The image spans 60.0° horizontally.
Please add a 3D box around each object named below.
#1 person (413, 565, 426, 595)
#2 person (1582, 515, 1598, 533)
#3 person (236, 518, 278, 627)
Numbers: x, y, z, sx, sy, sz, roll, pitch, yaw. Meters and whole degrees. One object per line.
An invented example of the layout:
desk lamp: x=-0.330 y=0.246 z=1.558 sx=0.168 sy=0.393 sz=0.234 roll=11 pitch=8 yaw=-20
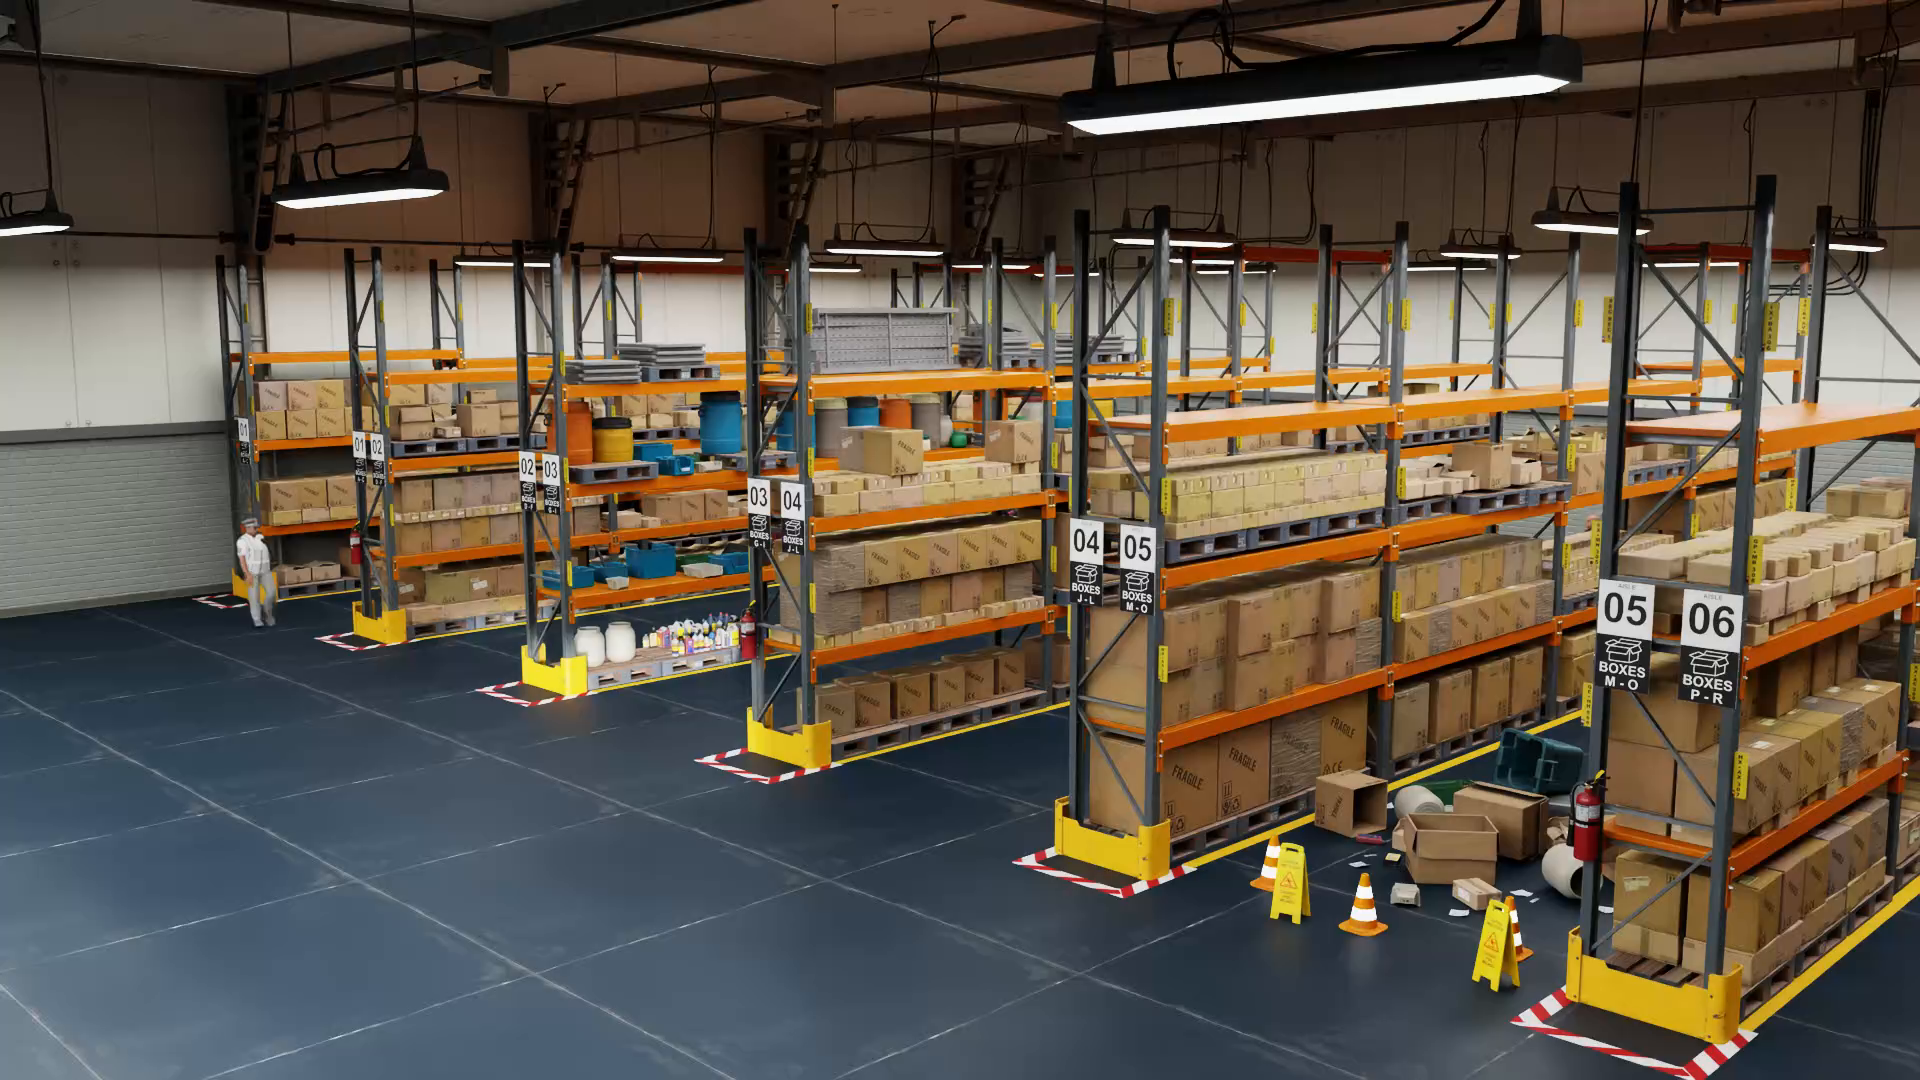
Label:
person: x=-9.794 y=0.130 z=29.456 sx=0.686 sy=1.821 sz=0.521 roll=-6 pitch=10 yaw=-38
person: x=10.465 y=0.418 z=27.623 sx=0.627 sy=1.672 sz=0.988 roll=7 pitch=11 yaw=42
person: x=-11.258 y=0.526 z=26.593 sx=0.553 sy=1.768 sz=0.506 roll=-6 pitch=10 yaw=-34
